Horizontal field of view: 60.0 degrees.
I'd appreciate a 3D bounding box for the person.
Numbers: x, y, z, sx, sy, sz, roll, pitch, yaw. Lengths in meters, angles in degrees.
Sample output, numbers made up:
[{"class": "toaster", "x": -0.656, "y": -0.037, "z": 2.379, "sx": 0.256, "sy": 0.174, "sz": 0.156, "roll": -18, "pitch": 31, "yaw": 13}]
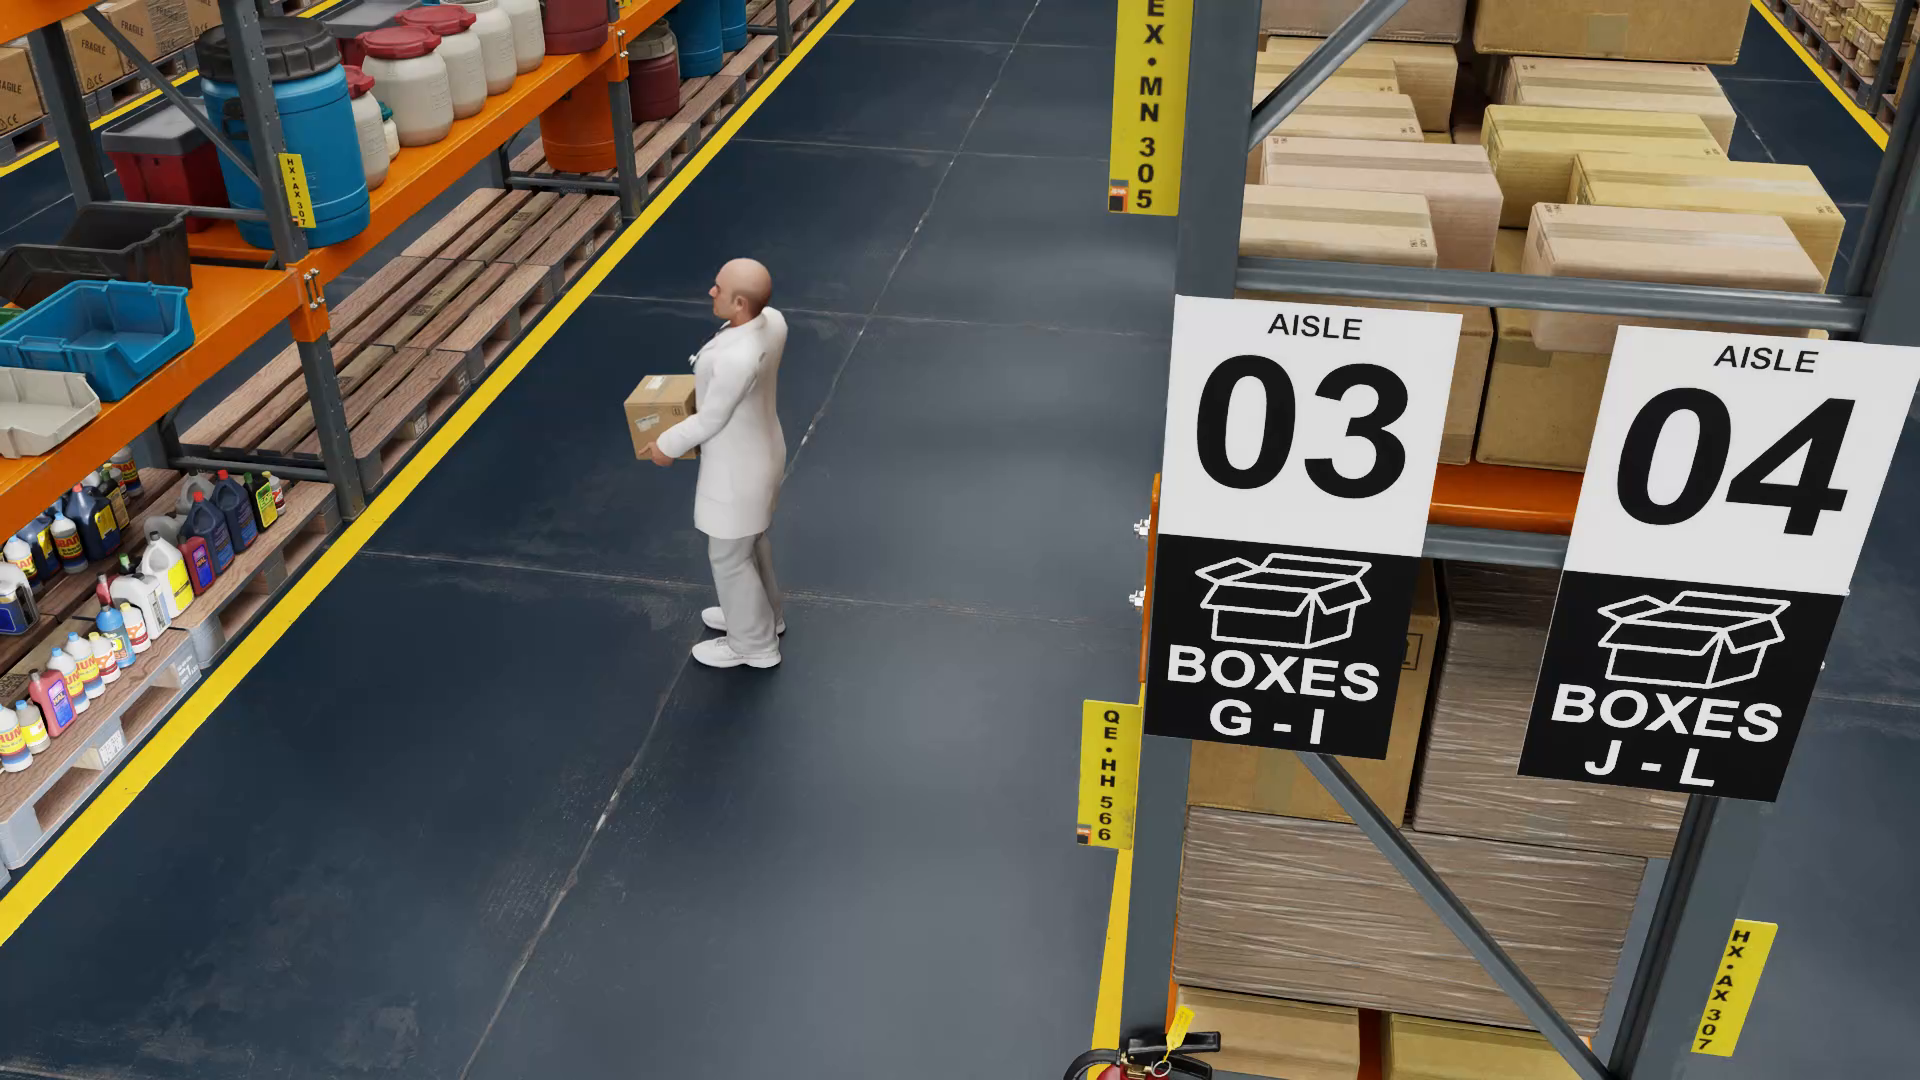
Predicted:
[{"class": "person", "x": -0.965, "y": -0.309, "z": 6.648, "sx": 0.553, "sy": 1.771, "sz": 0.527, "roll": 5, "pitch": 32, "yaw": 8}]
